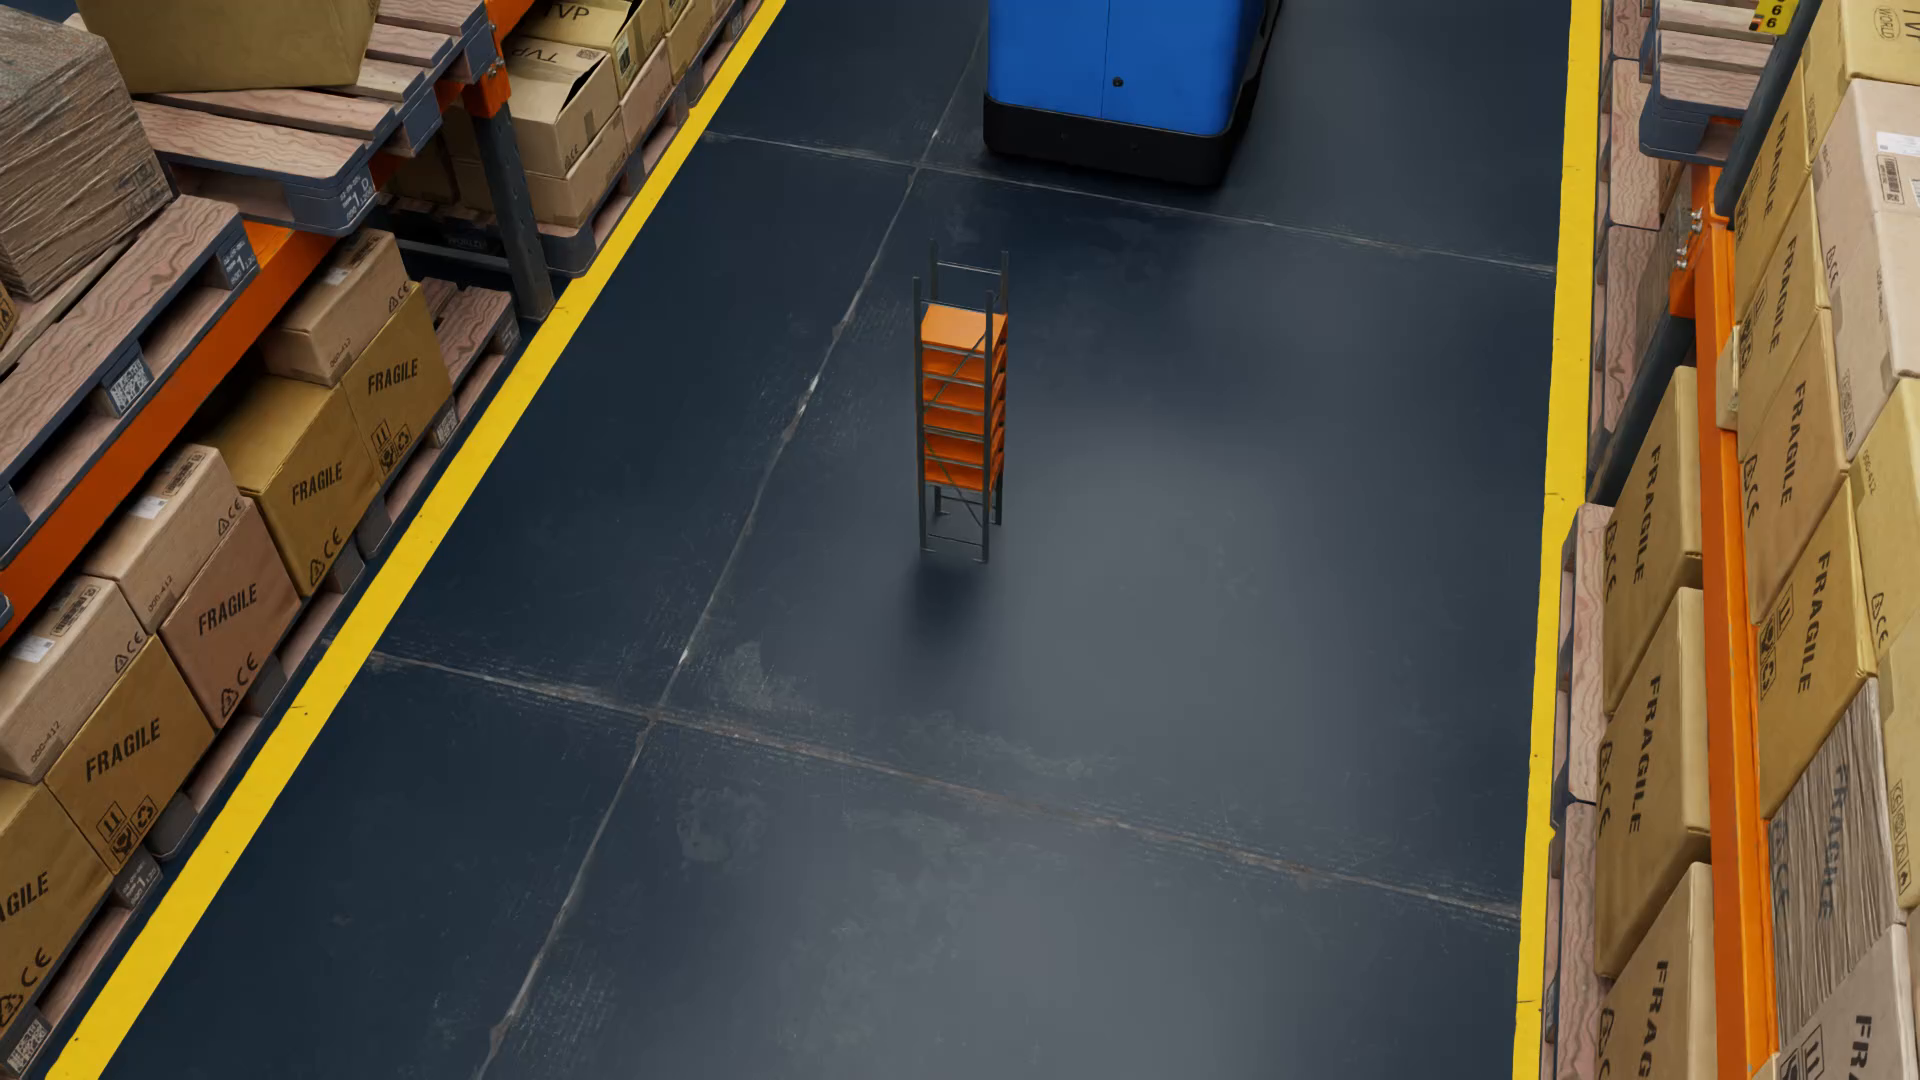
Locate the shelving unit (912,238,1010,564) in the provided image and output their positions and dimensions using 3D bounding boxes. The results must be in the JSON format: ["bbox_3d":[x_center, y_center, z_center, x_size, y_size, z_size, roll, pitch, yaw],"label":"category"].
[{"bbox_3d":[0.004,-0.407,5.309,0.258,1.200,0.189,12,50,10],"label":"shelving unit"}]

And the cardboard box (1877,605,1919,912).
[{"bbox_3d":[1.787,0.375,2.640,0.500,0.250,0.500,12,50,11],"label":"cardboard box"}]

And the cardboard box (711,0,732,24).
[{"bbox_3d":[-1.276,-2.644,7.636,0.500,0.250,0.500,12,50,11],"label":"cardboard box"}]

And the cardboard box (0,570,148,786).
[{"bbox_3d":[-2.522,0.320,4.341,0.500,0.250,0.500,12,50,10],"label":"cardboard box"}]

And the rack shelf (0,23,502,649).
[{"bbox_3d":[-2.621,-0.297,4.492,1.077,0.370,4.000,12,50,10],"label":"rack shelf"}]

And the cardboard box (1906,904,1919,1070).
[{"bbox_3d":[1.652,0.744,2.314,0.500,0.250,0.500,13,50,11],"label":"cardboard box"}]

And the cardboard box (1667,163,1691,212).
[{"bbox_3d":[3.072,-1.206,6.188,0.700,0.500,0.500,11,50,10],"label":"cardboard box"}]

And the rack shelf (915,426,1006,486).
[{"bbox_3d":[0.004,-0.299,5.433,0.258,0.103,0.180,12,50,10],"label":"rack shelf"}]

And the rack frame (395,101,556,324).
[{"bbox_3d":[-2.095,-1.982,5.499,1.000,3.000,0.127,12,50,10],"label":"rack frame"}]

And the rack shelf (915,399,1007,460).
[{"bbox_3d":[0.004,-0.378,5.343,0.258,0.103,0.180,12,50,10],"label":"rack shelf"}]

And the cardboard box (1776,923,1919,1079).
[{"bbox_3d":[1.635,0.993,2.594,0.500,0.500,0.500,12,50,10],"label":"cardboard box"}]

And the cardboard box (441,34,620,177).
[{"bbox_3d":[-1.674,-1.717,6.445,0.500,0.311,0.500,13,50,11],"label":"cardboard box"}]

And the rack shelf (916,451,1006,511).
[{"bbox_3d":[0.004,-0.219,5.523,0.258,0.103,0.180,12,50,10],"label":"rack shelf"}]

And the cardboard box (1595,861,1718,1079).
[{"bbox_3d":[1.909,1.319,3.739,0.750,0.750,0.750,13,50,11],"label":"cardboard box"}]

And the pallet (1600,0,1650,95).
[{"bbox_3d":[3.534,-2.414,7.740,1.003,0.211,1.213,12,50,10],"label":"pallet"}]

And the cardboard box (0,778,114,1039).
[{"bbox_3d":[-2.656,0.903,4.326,0.500,0.500,0.500,12,50,11],"label":"cardboard box"}]

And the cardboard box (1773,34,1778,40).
[{"bbox_3d":[2.799,-1.528,4.738,0.700,0.500,0.500,6,49,6],"label":"cardboard box"}]

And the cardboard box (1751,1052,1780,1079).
[{"bbox_3d":[1.616,1.094,2.938,0.380,0.149,0.250,12,50,10],"label":"cardboard box"}]

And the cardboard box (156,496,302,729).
[{"bbox_3d":[-2.383,0.178,4.966,0.500,0.500,0.500,10,49,9],"label":"cardboard box"}]

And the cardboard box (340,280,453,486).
[{"bbox_3d":[-2.115,-0.578,5.633,0.500,0.500,0.500,13,50,12],"label":"cardboard box"}]

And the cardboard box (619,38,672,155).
[{"bbox_3d":[-1.542,-1.896,6.976,0.500,0.250,0.500,10,49,9],"label":"cardboard box"}]

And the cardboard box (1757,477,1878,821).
[{"bbox_3d":[1.902,0.269,3.233,0.500,0.500,0.500,13,50,11],"label":"cardboard box"}]

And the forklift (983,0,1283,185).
[{"bbox_3d":[0.995,-3.588,6.961,1.130,2.935,3.031,12,50,10],"label":"forklift"}]

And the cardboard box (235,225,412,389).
[{"bbox_3d":[-2.125,-0.784,5.315,0.500,0.250,0.500,13,50,11],"label":"cardboard box"}]

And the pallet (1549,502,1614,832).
[{"bbox_3d":[2.405,0.471,5.194,1.003,0.211,1.213,12,50,10],"label":"pallet"}]

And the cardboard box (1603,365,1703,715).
[{"bbox_3d":[2.365,0.071,4.840,0.750,0.750,0.750,11,49,10],"label":"cardboard box"}]

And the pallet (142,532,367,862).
[{"bbox_3d":[-2.651,0.353,5.298,1.003,0.211,1.213,12,50,10],"label":"pallet"}]

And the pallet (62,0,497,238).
[{"bbox_3d":[-2.206,-1.414,5.126,1.213,0.211,1.003,12,50,10],"label":"pallet"}]

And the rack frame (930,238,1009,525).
[{"bbox_3d":[0.028,-0.474,5.368,0.240,1.200,0.006,12,50,10],"label":"rack frame"}]

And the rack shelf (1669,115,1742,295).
[{"bbox_3d":[3.212,-2.216,6.185,1.077,0.370,4.000,12,50,10],"label":"rack shelf"}]

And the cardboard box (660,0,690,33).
[{"bbox_3d":[-1.407,-2.468,7.107,0.500,0.311,0.500,10,49,9],"label":"cardboard box"}]

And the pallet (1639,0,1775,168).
[{"bbox_3d":[2.770,-1.480,5.184,1.213,0.211,1.003,12,50,10],"label":"pallet"}]

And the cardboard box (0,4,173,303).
[{"bbox_3d":[-2.577,-1.052,4.331,0.700,0.500,0.500,20,52,17],"label":"cardboard box"}]

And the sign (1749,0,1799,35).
[{"bbox_3d":[2.159,-1.464,4.322,0.100,0.325,0.005,12,50,10],"label":"sign"}]

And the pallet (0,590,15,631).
[{"bbox_3d":[-2.832,0.418,3.508,1.003,0.211,1.213,12,50,10],"label":"pallet"}]

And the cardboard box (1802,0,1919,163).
[{"bbox_3d":[2.309,-1.095,3.937,0.500,0.250,0.500,13,50,11],"label":"cardboard box"}]

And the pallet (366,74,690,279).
[{"bbox_3d":[-1.841,-1.647,7.063,1.003,0.211,1.213,12,50,10],"label":"pallet"}]

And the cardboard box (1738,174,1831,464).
[{"bbox_3d":[2.164,-0.467,3.883,0.500,0.500,0.500,13,50,11],"label":"cardboard box"}]
